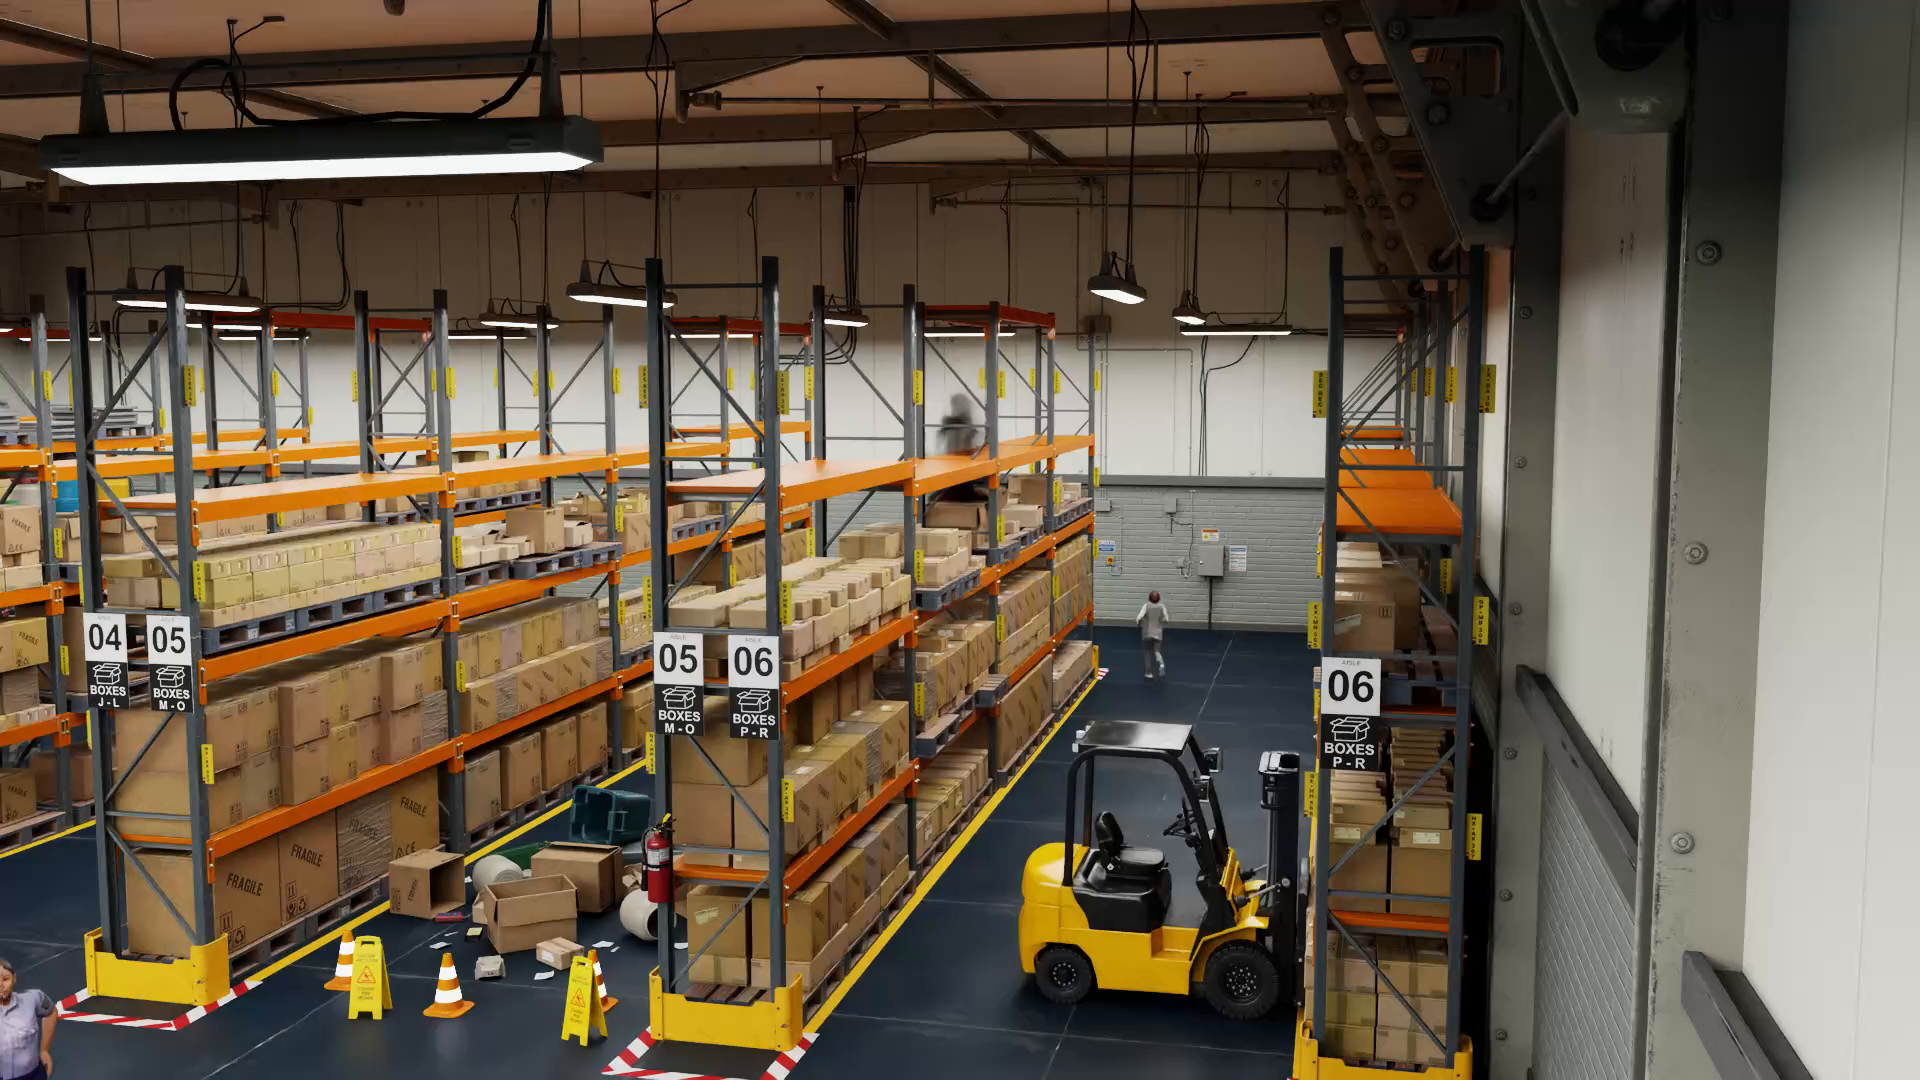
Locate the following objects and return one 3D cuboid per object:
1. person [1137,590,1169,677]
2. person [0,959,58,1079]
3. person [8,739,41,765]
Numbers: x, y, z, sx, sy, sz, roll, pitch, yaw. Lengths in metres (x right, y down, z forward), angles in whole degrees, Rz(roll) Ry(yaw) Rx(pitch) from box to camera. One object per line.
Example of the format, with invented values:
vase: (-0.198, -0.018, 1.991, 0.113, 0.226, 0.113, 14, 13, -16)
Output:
person: (3.206, 1.584, 27.839, 0.556, 1.542, 0.811, 0, 6, -1)
person: (-5.741, 3.342, 10.018, 0.593, 1.704, 0.816, -3, 7, -30)
person: (-12.427, 2.071, 21.882, 0.676, 1.762, 0.716, 0, 6, 0)
